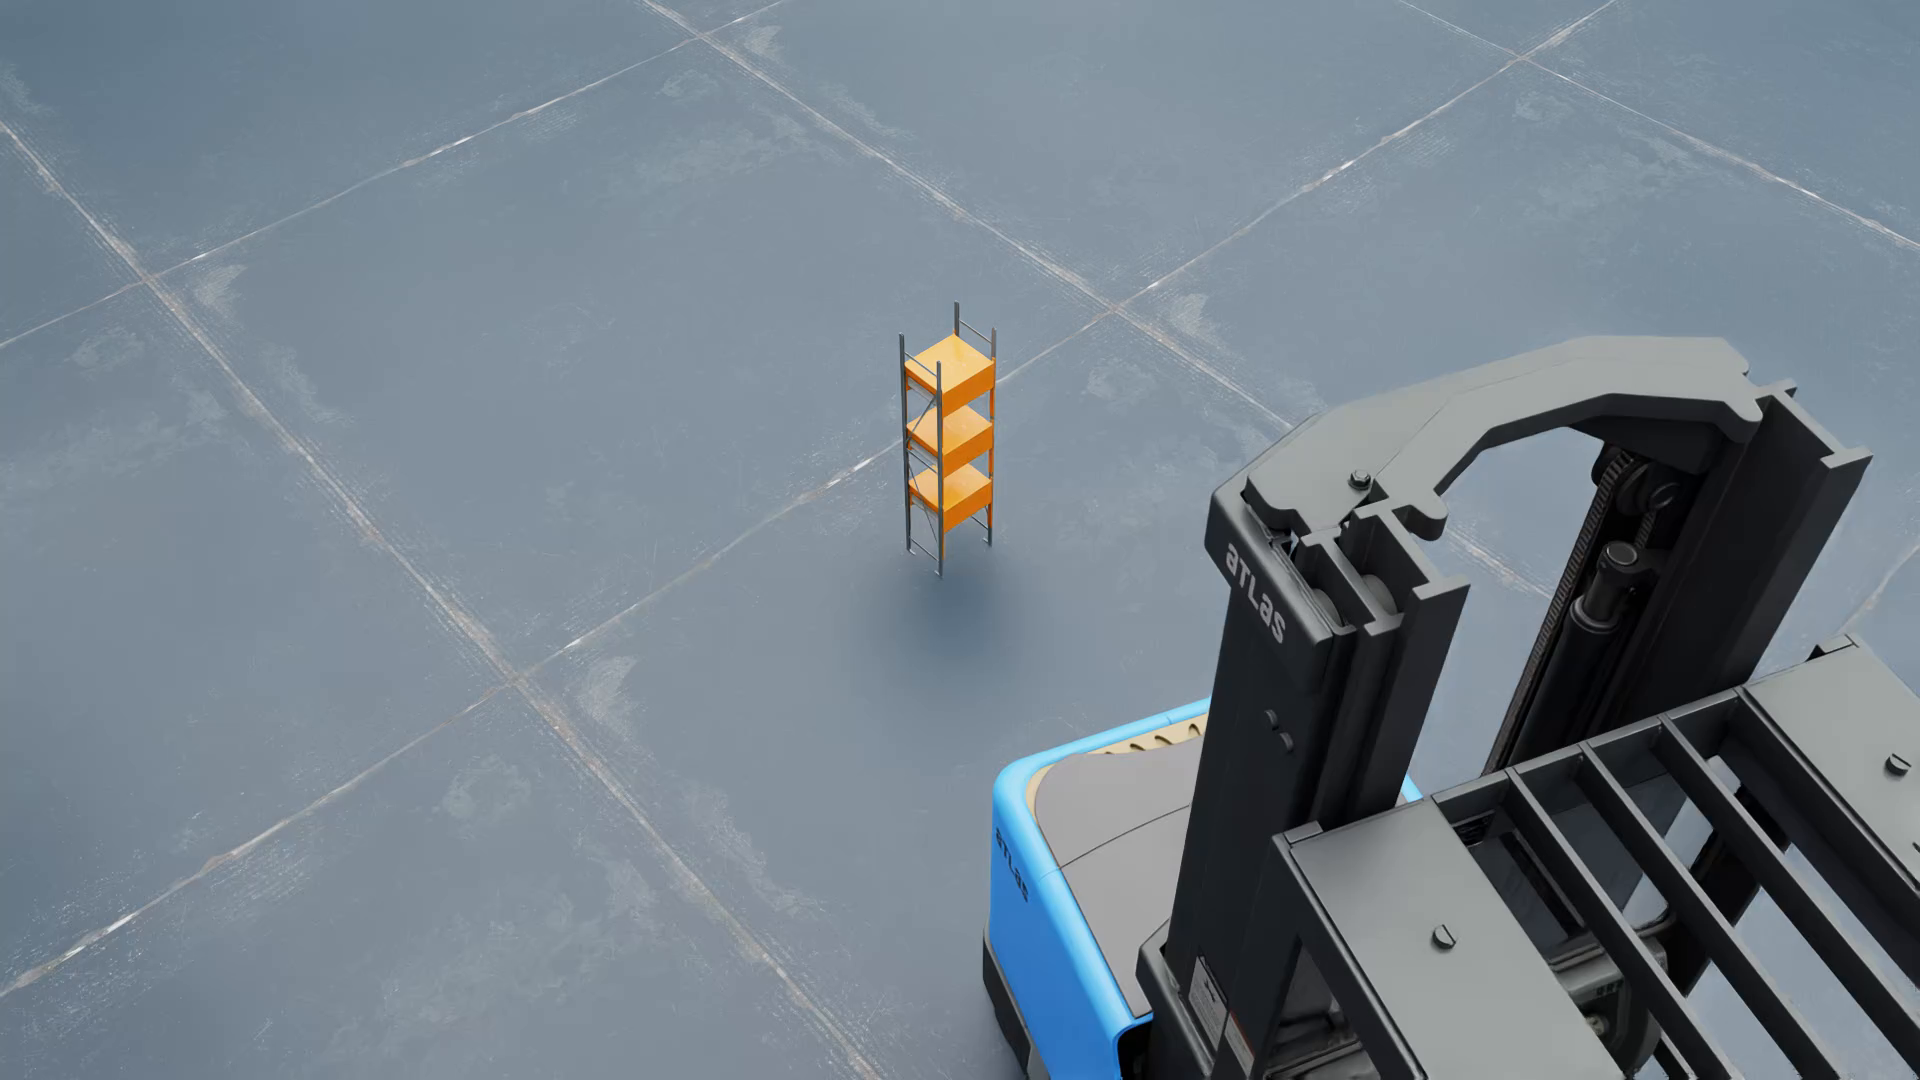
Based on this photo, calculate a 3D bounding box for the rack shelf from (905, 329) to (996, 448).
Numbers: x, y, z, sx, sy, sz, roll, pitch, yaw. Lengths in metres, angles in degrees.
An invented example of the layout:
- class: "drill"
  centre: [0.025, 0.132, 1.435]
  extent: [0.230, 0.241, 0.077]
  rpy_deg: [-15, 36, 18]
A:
- class: "rack shelf"
  centre: [-0.040, -0.515, 5.639]
  extent: [0.240, 0.259, 0.215]
  rpy_deg: [-34, 56, -27]

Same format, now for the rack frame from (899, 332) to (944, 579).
- class: "rack frame"
  centre: [-0.130, -0.269, 5.784]
  extent: [0.008, 1.050, 0.200]
  rpy_deg: [-34, 56, -27]

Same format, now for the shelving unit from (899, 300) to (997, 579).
- class: "shelving unit"
  centre: [-0.040, -0.330, 5.840]
  extent: [0.252, 1.050, 0.215]
  rpy_deg: [-34, 56, -27]

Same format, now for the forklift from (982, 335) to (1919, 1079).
- class: "forklift"
  centre: [1.076, 1.199, 3.149]
  extent: [1.130, 2.935, 3.031]
  rpy_deg: [-16, 49, -14]

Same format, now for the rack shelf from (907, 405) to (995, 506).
- class: "rack shelf"
  centre: [-0.040, -0.322, 5.848]
  extent: [0.240, 0.259, 0.215]
  rpy_deg: [-34, 56, -27]

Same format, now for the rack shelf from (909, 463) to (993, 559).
- class: "rack shelf"
  centre: [-0.040, -0.134, 6.052]
  extent: [0.240, 0.259, 0.215]
  rpy_deg: [-34, 56, -27]

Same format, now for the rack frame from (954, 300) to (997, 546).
- class: "rack frame"
  centre: [0.051, -0.390, 5.895]
  extent: [0.008, 1.050, 0.200]
  rpy_deg: [-34, 56, -27]
